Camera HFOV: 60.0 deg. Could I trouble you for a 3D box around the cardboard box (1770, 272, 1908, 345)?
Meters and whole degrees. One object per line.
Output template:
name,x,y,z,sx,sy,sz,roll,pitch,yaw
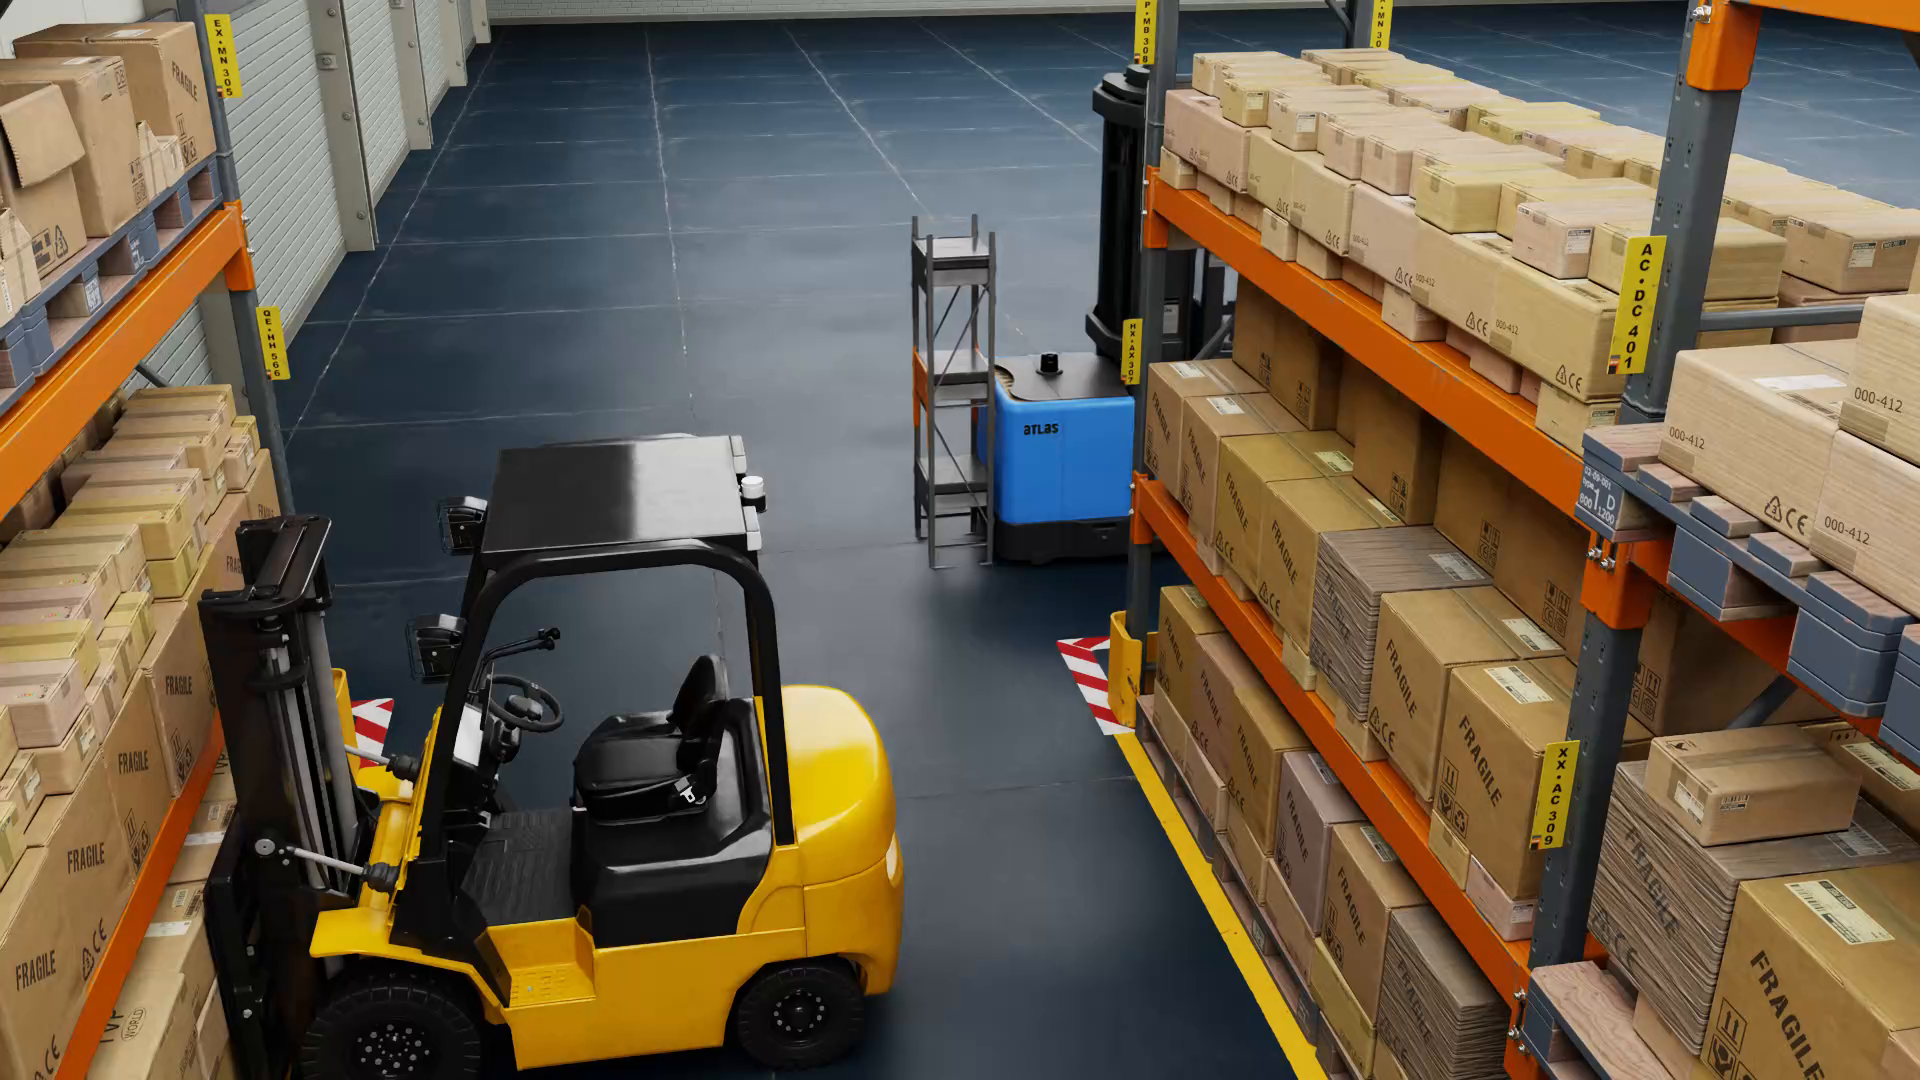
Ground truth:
cardboard box,2.288,-0.608,4.463,0.500,0.250,0.500,-5,24,-11

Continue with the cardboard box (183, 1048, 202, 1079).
cardboard box,-2.658,1.823,5.113,0.500,0.250,0.500,-4,24,-10

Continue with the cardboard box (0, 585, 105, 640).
cardboard box,-2.861,0.268,5.081,0.380,0.149,0.250,-4,24,-10

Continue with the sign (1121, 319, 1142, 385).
sign,0.827,-0.903,7.987,0.100,0.325,0.005,-4,24,-10

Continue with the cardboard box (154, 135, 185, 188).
cardboard box,-3.065,-1.372,6.059,0.380,0.149,0.250,-5,24,-11

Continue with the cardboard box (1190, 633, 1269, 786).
cardboard box,1.344,0.730,7.304,0.500,0.500,0.500,-5,24,-12

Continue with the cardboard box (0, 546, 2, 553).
cardboard box,-3.541,0.143,5.739,0.380,0.149,0.250,-3,24,-8

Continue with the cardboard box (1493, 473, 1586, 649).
cardboard box,2.159,-0.005,5.267,0.700,0.500,0.500,-4,24,-9

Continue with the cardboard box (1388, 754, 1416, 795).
cardboard box,1.684,0.734,5.637,0.380,0.149,0.250,-5,24,-10

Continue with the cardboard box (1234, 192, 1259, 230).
cardboard box,1.324,-1.352,6.664,0.380,0.149,0.250,-4,24,-10

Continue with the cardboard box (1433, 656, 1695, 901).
cardboard box,1.773,0.689,4.929,0.500,0.500,0.500,-5,24,-11

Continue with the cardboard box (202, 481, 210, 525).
cardboard box,-3.079,-0.102,6.299,0.380,0.149,0.250,-4,24,-10

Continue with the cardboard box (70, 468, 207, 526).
cardboard box,-2.962,-0.138,6.012,0.380,0.149,0.250,-4,24,-8

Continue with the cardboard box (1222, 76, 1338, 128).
cardboard box,1.247,-1.711,6.490,0.380,0.149,0.250,-4,24,-10

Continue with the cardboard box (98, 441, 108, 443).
cardboard box,-3.709,-0.368,6.909,0.380,0.149,0.250,-5,24,-11

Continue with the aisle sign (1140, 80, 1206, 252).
aisle sign,1.044,-1.739,7.736,0.394,0.787,0.004,-4,24,-10

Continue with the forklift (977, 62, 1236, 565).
forklift,1.654,-1.461,10.434,3.031,2.935,1.130,-4,24,-10

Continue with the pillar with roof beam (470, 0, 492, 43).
pillar with roof beam,-5.591,-14.705,33.176,9.100,9.000,0.400,-4,24,-10

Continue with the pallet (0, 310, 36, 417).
pallet,-2.960,-0.272,3.987,1.003,0.211,1.213,-4,24,-10

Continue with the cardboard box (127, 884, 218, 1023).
cardboard box,-2.746,1.395,5.469,0.500,0.250,0.500,-3,24,-8

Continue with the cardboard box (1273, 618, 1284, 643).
cardboard box,1.460,0.334,6.550,0.380,0.149,0.250,-5,24,-11

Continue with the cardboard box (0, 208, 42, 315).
cardboard box,-2.753,-0.762,4.517,0.396,0.266,0.258,-5,24,-11

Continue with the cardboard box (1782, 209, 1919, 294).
cardboard box,2.363,-0.746,4.280,0.380,0.149,0.250,-5,24,-11

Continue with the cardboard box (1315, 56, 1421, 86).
cardboard box,1.723,-1.956,7.050,0.380,0.149,0.250,-4,24,-9

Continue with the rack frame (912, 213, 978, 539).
rack frame,-0.091,-0.986,10.384,0.400,2.100,0.015,-5,24,-11

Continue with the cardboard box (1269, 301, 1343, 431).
cardboard box,1.756,-0.802,7.093,0.700,0.500,0.500,-4,24,-9

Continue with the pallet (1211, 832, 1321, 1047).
pallet,1.712,1.563,6.908,1.003,0.211,1.213,-4,24,-10

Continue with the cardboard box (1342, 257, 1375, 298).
cardboard box,1.550,-0.949,5.741,0.380,0.149,0.250,-5,24,-10

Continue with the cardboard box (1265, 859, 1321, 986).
cardboard box,1.529,1.473,6.540,0.500,0.250,0.500,-4,24,-9

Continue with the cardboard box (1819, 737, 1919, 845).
cardboard box,2.411,0.817,4.110,0.500,0.500,0.500,-5,24,-11

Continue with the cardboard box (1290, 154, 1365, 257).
cardboard box,1.470,-1.168,5.744,0.500,0.250,0.500,-4,24,-9

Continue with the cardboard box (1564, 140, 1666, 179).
cardboard box,2.128,-1.150,5.204,0.380,0.149,0.250,-5,24,-12

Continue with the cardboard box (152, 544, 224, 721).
cardboard box,-2.986,0.357,6.059,0.500,0.500,0.500,-5,24,-11

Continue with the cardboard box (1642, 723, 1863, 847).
cardboard box,1.840,0.567,3.873,0.380,0.149,0.250,-4,24,-10

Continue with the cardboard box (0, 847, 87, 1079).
cardboard box,-2.603,1.156,4.230,0.500,0.500,0.500,-5,24,-11

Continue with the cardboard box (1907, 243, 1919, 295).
cardboard box,2.332,-0.482,3.396,0.500,0.250,0.500,-4,24,-9

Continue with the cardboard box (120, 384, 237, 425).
cardboard box,-3.244,-0.531,6.912,0.380,0.149,0.250,-4,24,-10

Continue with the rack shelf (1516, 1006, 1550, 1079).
rack shelf,2.470,2.144,2.993,1.077,0.370,4.000,-4,24,-10

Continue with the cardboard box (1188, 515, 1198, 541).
cardboard box,1.250,-0.074,7.484,0.380,0.149,0.250,-5,24,-11

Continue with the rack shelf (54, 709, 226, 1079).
rack shelf,-3.147,0.939,5.751,1.077,0.370,4.000,-4,24,-10

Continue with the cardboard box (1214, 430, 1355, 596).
cardboard box,1.370,-0.118,6.775,0.500,0.500,0.500,-5,24,-11

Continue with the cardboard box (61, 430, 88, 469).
cardboard box,-3.587,-0.301,6.383,0.380,0.149,0.250,-4,24,-9

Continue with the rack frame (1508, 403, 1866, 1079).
rack frame,2.100,1.027,4.650,1.000,3.000,0.127,-4,24,-10

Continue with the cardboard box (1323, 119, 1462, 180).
cardboard box,1.446,-1.309,5.569,0.380,0.149,0.250,-4,24,-9

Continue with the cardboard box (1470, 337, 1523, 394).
cardboard box,1.711,-0.539,4.801,0.380,0.149,0.250,-4,24,-9

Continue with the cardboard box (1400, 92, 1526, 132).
cardboard box,1.845,-1.551,6.124,0.380,0.149,0.250,-5,24,-11

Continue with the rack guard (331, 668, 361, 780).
rack guard,-3.521,0.959,7.930,1.175,0.500,0.348,-4,24,-10

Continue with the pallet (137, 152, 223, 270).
pallet,-3.412,-1.231,6.184,1.003,0.211,1.213,-4,24,-10

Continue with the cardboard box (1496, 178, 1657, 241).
cardboard box,1.743,-0.912,4.660,0.380,0.149,0.250,-4,24,-8

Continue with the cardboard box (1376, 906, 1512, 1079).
cardboard box,1.727,1.538,5.454,0.500,0.500,0.500,-5,24,-10

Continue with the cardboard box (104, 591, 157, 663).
cardboard box,-2.844,0.298,5.384,0.380,0.149,0.250,-5,24,-11

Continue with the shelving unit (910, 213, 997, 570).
shelving unit,-0.042,-0.890,10.165,0.431,2.100,0.503,-5,24,-11

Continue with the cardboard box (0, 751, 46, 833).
cardboard box,-2.703,0.706,4.451,0.380,0.149,0.250,-4,24,-10
